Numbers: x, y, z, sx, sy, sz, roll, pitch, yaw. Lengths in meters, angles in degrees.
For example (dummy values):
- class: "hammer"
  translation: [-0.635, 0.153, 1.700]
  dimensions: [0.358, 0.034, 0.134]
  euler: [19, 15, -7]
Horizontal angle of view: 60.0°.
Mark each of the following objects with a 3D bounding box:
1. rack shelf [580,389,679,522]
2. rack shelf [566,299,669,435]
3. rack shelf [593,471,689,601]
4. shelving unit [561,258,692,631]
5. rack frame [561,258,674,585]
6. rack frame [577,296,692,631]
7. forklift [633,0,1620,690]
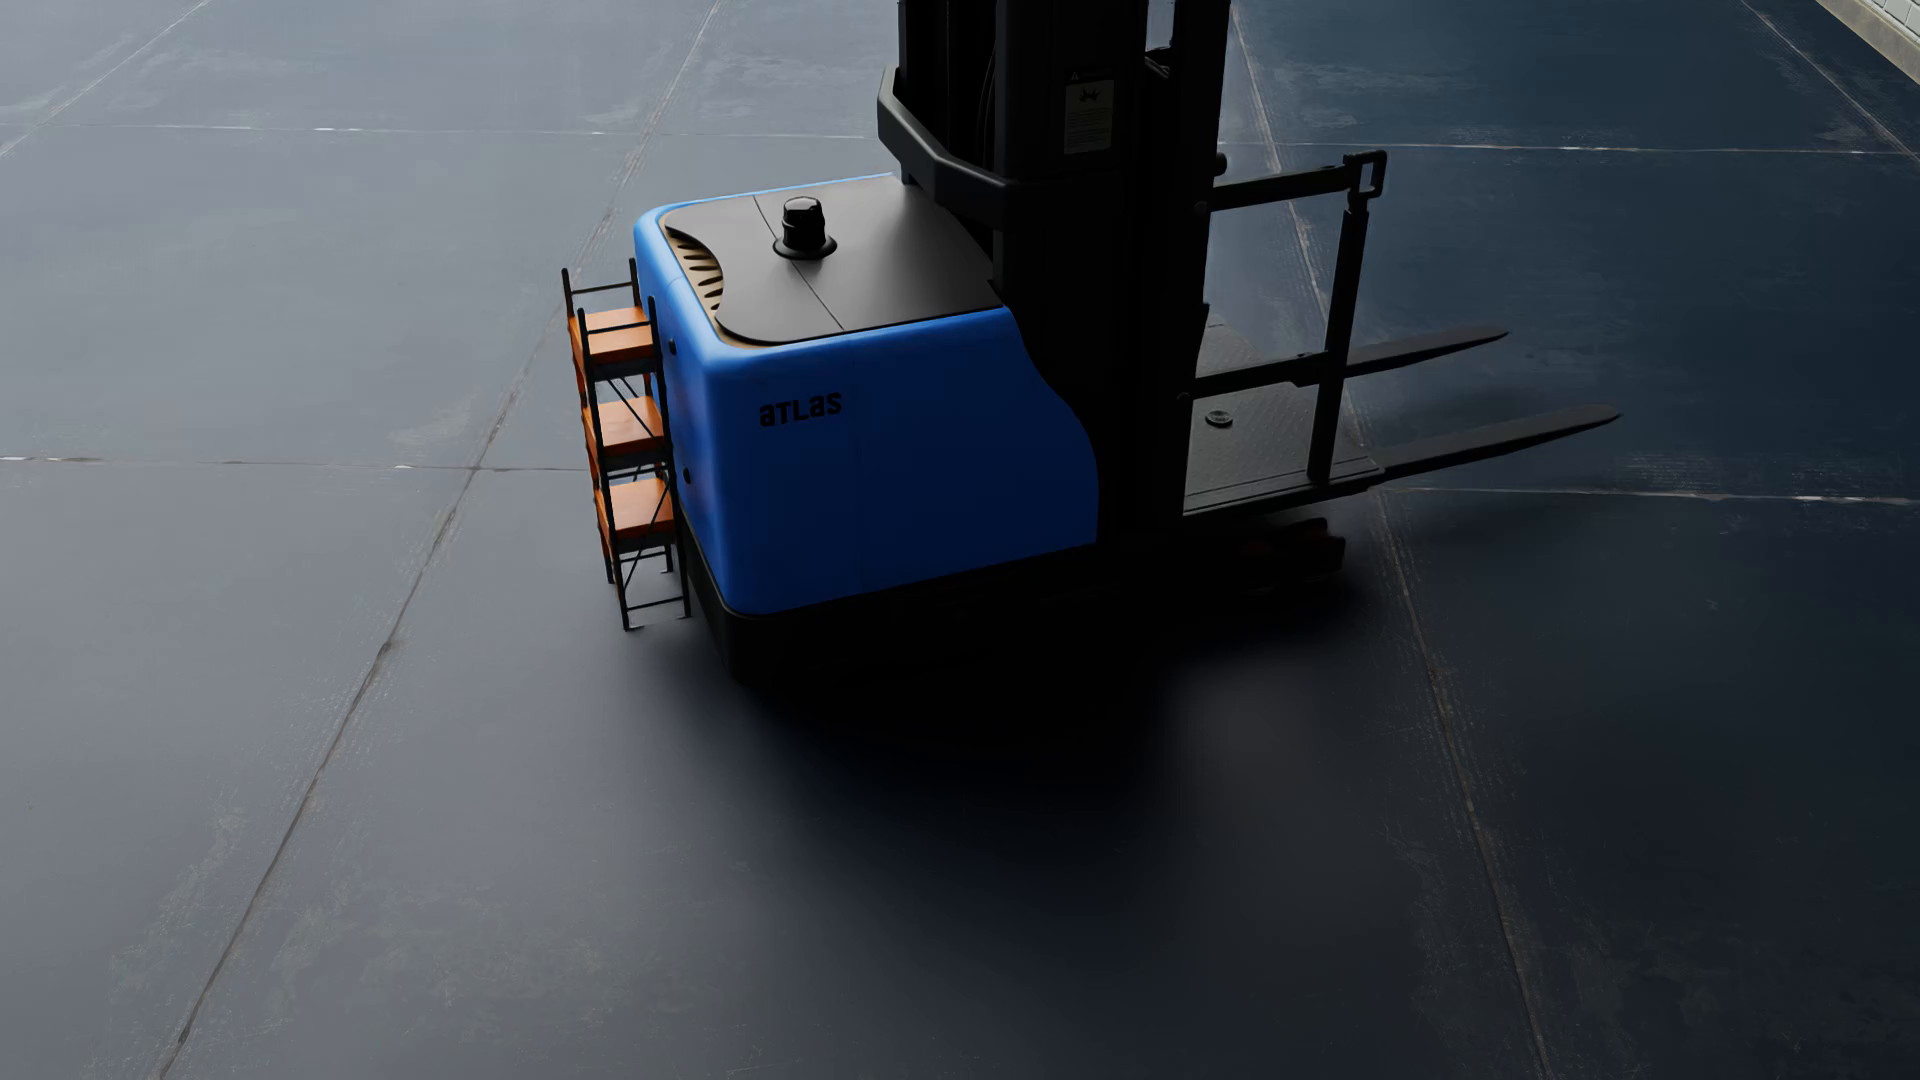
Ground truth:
- class: "rack shelf"
  translation: [-0.933, -0.241, 4.699]
  dimensions: [0.215, 0.259, 0.240]
  euler: [-12, 37, -17]
- class: "rack shelf"
  translation: [-0.933, -0.473, 4.535]
  dimensions: [0.215, 0.259, 0.240]
  euler: [-12, 37, -17]
- class: "rack shelf"
  translation: [-0.933, -0.014, 4.858]
  dimensions: [0.215, 0.259, 0.240]
  euler: [-12, 37, -17]
- class: "shelving unit"
  translation: [-0.933, -0.250, 4.692]
  dimensions: [0.215, 1.050, 0.252]
  euler: [-12, 37, -17]
- class: "rack frame"
  translation: [-0.975, -0.316, 4.786]
  dimensions: [0.200, 1.050, 0.008]
  euler: [-12, 37, -17]
- class: "rack frame"
  translation: [-0.890, -0.184, 4.599]
  dimensions: [0.200, 1.050, 0.008]
  euler: [-12, 37, -17]
- class: "forklift"
  translation: [0.631, -1.304, 4.556]
  dimensions: [3.031, 2.935, 1.130]
  euler: [-12, 37, -17]
